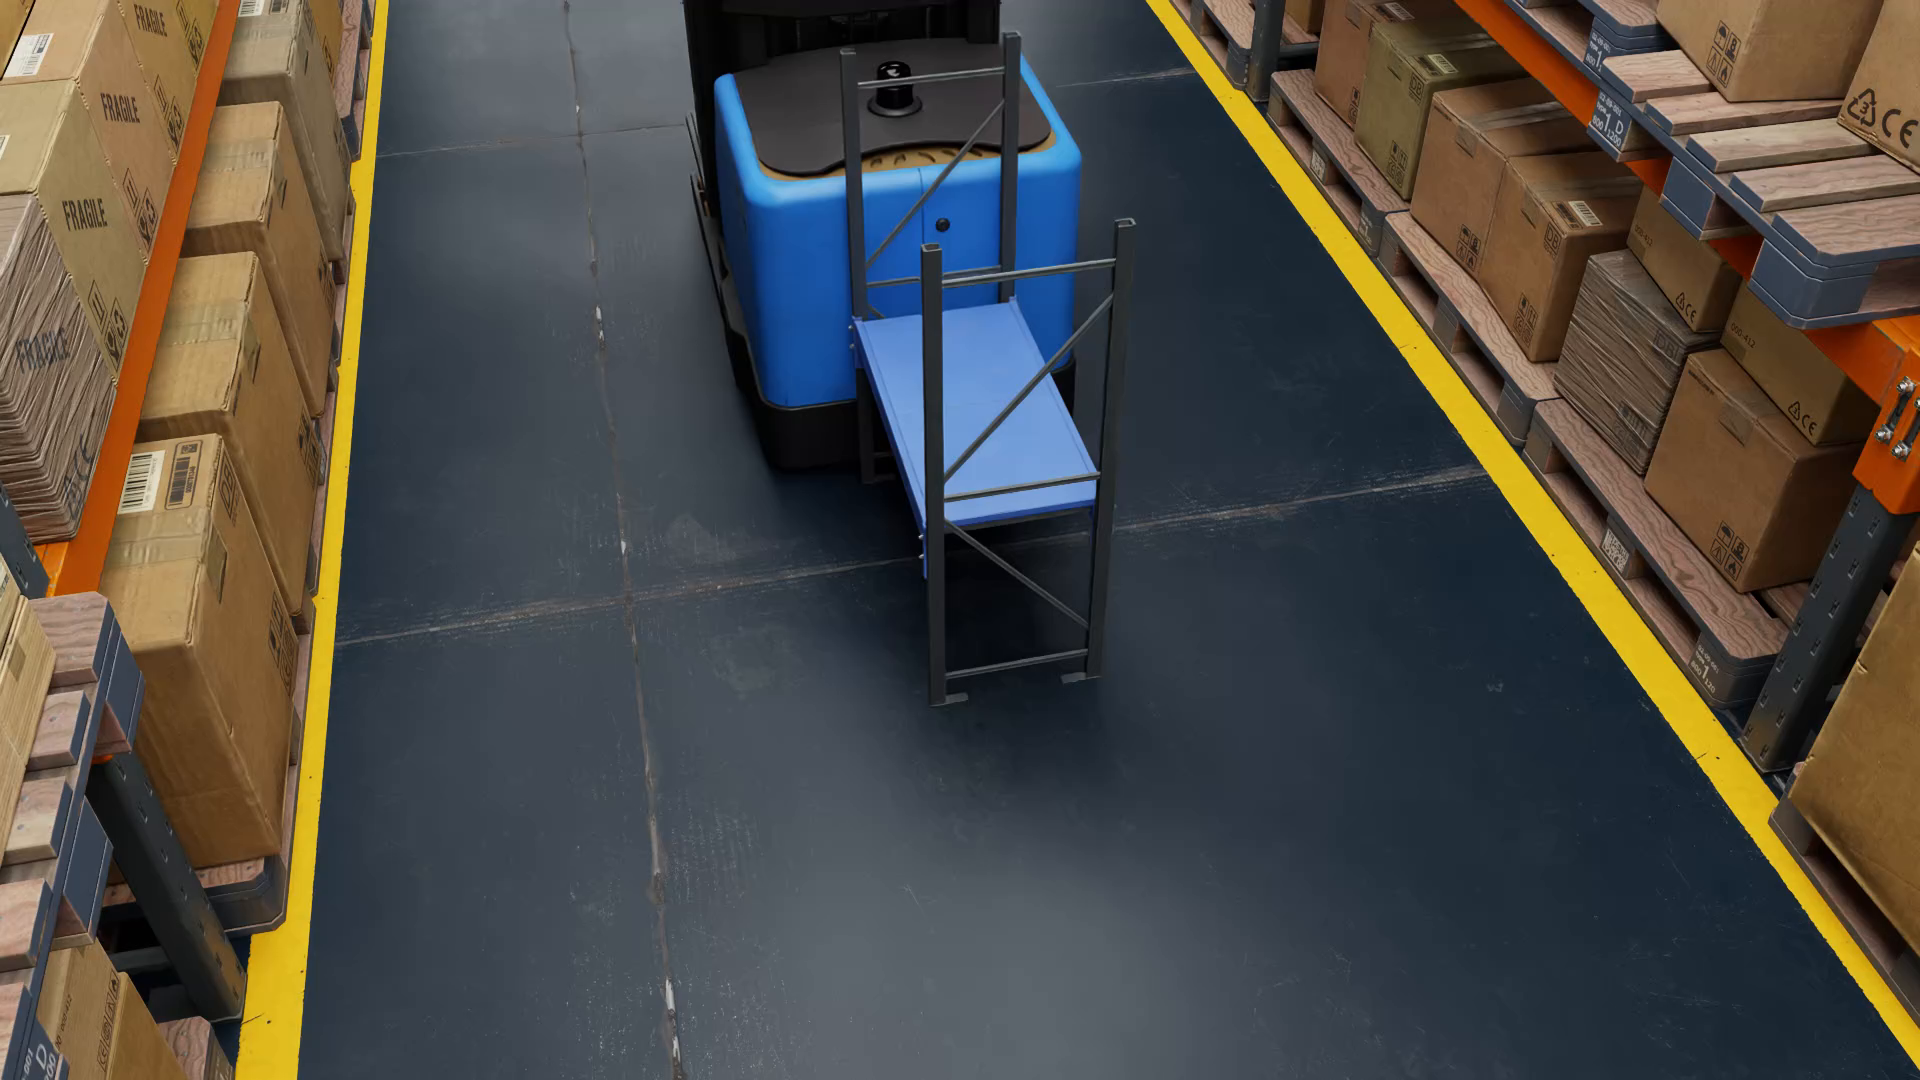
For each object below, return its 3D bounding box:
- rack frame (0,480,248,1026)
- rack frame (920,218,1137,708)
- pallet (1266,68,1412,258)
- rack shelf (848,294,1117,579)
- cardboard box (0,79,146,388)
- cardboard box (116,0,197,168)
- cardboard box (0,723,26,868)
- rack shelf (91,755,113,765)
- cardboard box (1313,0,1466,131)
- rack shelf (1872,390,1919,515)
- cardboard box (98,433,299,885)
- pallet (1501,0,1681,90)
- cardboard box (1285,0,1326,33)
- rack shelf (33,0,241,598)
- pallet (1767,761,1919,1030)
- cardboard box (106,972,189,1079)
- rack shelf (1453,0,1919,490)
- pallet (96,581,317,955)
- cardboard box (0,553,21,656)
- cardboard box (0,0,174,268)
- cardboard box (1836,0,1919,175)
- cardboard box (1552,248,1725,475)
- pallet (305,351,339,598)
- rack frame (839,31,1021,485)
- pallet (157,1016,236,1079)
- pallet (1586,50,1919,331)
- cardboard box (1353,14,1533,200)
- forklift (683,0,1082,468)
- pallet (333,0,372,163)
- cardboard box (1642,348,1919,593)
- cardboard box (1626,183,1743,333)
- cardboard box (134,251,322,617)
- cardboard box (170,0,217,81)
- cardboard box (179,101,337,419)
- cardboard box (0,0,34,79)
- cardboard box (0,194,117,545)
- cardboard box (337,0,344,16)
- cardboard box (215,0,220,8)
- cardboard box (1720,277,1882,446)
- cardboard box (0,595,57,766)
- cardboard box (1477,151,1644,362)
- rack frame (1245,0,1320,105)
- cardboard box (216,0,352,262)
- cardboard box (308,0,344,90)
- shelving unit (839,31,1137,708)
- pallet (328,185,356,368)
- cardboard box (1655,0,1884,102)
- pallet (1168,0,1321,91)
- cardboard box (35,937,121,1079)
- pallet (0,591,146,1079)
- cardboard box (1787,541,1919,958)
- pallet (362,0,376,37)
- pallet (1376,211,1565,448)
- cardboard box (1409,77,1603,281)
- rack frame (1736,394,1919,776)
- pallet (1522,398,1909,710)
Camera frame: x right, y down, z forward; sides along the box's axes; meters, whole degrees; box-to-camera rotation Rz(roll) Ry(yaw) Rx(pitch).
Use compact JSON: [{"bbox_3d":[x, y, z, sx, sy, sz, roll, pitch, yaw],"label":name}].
[{"bbox_3d":[-2.209,0.054,2.930,1.000,3.000,0.127,-8,42,-9],"label":"rack frame"},{"bbox_3d":[0.157,-0.132,4.269,0.500,1.500,0.032,-9,42,-10],"label":"rack frame"},{"bbox_3d":[1.962,-1.637,6.935,1.003,0.211,1.213,-8,42,-9],"label":"pallet"},{"bbox_3d":[0.039,-0.326,4.758,0.538,0.185,1.000,-9,42,-10],"label":"rack shelf"},{"bbox_3d":[-2.155,-0.642,3.639,0.500,0.500,0.500,-9,42,-10],"label":"cardboard box"},{"bbox_3d":[-2.369,-1.292,4.371,0.500,0.500,0.500,-9,42,-10],"label":"cardboard box"},{"bbox_3d":[-1.602,0.406,2.406,0.380,0.149,0.250,-8,42,-9],"label":"cardboard box"},{"bbox_3d":[-1.777,1.619,1.708,1.077,0.370,4.000,-8,42,-9],"label":"rack shelf"},{"bbox_3d":[1.904,-2.013,6.809,0.700,0.500,0.500,-11,43,-13],"label":"cardboard box"},{"bbox_3d":[3.087,0.974,2.435,1.077,0.370,4.000,-8,42,-9],"label":"rack shelf"},{"bbox_3d":[-2.253,0.331,3.996,1.050,0.750,0.750,-9,42,-10],"label":"cardboard box"},{"bbox_3d":[2.188,-1.797,5.159,1.003,0.211,1.213,-8,42,-9],"label":"pallet"},{"bbox_3d":[1.745,-2.671,7.566,0.500,0.500,0.500,-10,42,-11],"label":"cardboard box"},{"bbox_3d":[-2.641,-0.973,4.629,1.077,0.370,4.000,-8,42,-9],"label":"rack shelf"},{"bbox_3d":[2.752,0.974,3.994,1.003,0.211,1.213,-8,42,-9],"label":"pallet"},{"bbox_3d":[-1.812,1.221,3.182,0.500,0.500,0.500,-9,42,-9],"label":"cardboard box"},{"bbox_3d":[2.224,-1.619,5.356,1.077,0.370,4.000,-8,42,-9],"label":"rack shelf"},{"bbox_3d":[-2.306,0.575,4.443,1.003,0.211,1.213,-8,42,-9],"label":"pallet"},{"bbox_3d":[-1.658,0.135,2.488,0.380,0.149,0.250,-8,42,-8],"label":"cardboard box"},{"bbox_3d":[-2.263,-0.969,4.007,0.500,0.500,0.500,-8,42,-9],"label":"cardboard box"},{"bbox_3d":[2.500,-1.130,3.872,0.500,0.500,0.500,-13,43,-15],"label":"cardboard box"},{"bbox_3d":[2.359,-0.610,5.229,0.700,0.500,0.500,-12,43,-13],"label":"cardboard box"},{"bbox_3d":[-2.566,-0.214,5.332,1.003,0.211,1.213,-8,42,-9],"label":"pallet"},{"bbox_3d":[-0.080,-0.788,5.008,0.500,1.500,0.032,-9,42,-10],"label":"rack frame"},{"bbox_3d":[-2.042,1.604,3.284,1.003,0.211,1.213,-8,42,-9],"label":"pallet"},{"bbox_3d":[2.398,-0.966,4.223,1.213,0.211,1.003,-8,42,-9],"label":"pallet"},{"bbox_3d":[1.988,-1.701,6.458,0.700,0.500,0.500,-9,42,-10],"label":"cardboard box"},{"bbox_3d":[-0.459,-2.318,5.654,1.130,2.935,3.031,-9,42,-10],"label":"forklift"},{"bbox_3d":[-3.160,-2.000,7.344,1.003,0.211,1.213,-8,42,-9],"label":"pallet"},{"bbox_3d":[2.492,-0.252,4.826,0.700,0.500,0.500,-10,43,-12],"label":"cardboard box"},{"bbox_3d":[2.357,-0.874,4.961,0.500,0.250,0.500,-4,42,-4],"label":"cardboard box"},{"bbox_3d":[-2.445,-0.235,4.634,1.050,0.750,0.750,-8,42,-9],"label":"cardboard box"},{"bbox_3d":[-2.481,-1.621,4.741,0.500,0.500,0.500,-8,42,-9],"label":"cardboard box"},{"bbox_3d":[-2.646,-0.839,5.314,1.050,0.750,0.750,-8,42,-9],"label":"cardboard box"},{"bbox_3d":[-2.520,-1.310,3.637,0.700,0.500,0.500,-9,42,-10],"label":"cardboard box"},{"bbox_3d":[-2.042,-0.313,3.268,0.500,0.500,0.500,-8,42,-9],"label":"cardboard box"},{"bbox_3d":[-3.338,-2.903,7.545,0.875,0.875,0.875,-8,42,-9],"label":"cardboard box"},{"bbox_3d":[-2.590,-1.949,5.110,0.500,0.500,0.500,-9,42,-10],"label":"cardboard box"},{"bbox_3d":[2.482,-0.531,4.576,0.500,0.250,0.500,-7,42,-8],"label":"cardboard box"},{"bbox_3d":[-1.654,0.245,2.588,0.380,0.149,0.250,-8,42,-9],"label":"cardboard box"},{"bbox_3d":[2.230,-0.977,5.642,0.700,0.500,0.500,-5,42,-6],"label":"cardboard box"},{"bbox_3d":[1.792,-3.184,6.577,1.000,3.000,0.127,-8,42,-9],"label":"rack frame"},{"bbox_3d":[-2.851,-1.465,6.019,1.050,0.750,0.750,-9,42,-10],"label":"cardboard box"},{"bbox_3d":[-3.140,-2.319,6.887,0.875,0.875,0.875,-8,42,-9],"label":"cardboard box"},{"bbox_3d":[0.039,-0.460,4.639,0.538,1.500,1.048,-9,42,-10],"label":"shelving unit"},{"bbox_3d":[-2.832,-1.007,6.225,1.003,0.211,1.213,-8,42,-9],"label":"pallet"},{"bbox_3d":[2.282,-1.477,4.263,0.700,0.500,0.500,-3,42,-3],"label":"cardboard box"},{"bbox_3d":[1.613,-2.571,7.988,1.003,0.211,1.213,-8,42,-9],"label":"pallet"},{"bbox_3d":[-1.806,0.957,2.914,0.500,0.250,0.500,-9,42,-10],"label":"cardboard box"},{"bbox_3d":[-1.951,0.572,2.490,1.213,0.211,1.003,-8,42,-9],"label":"pallet"},{"bbox_3d":[2.784,0.497,3.715,1.225,0.875,0.875,-10,43,-11],"label":"cardboard box"},{"bbox_3d":[-3.427,-2.792,8.237,1.003,0.211,1.213,-8,42,-9],"label":"pallet"},{"bbox_3d":[2.229,-0.844,6.042,1.003,0.211,1.213,-8,42,-9],"label":"pallet"},{"bbox_3d":[2.110,-1.338,6.049,0.700,0.500,0.500,-12,43,-13],"label":"cardboard box"},{"bbox_3d":[2.656,-0.591,3.656,1.000,3.000,0.127,-8,42,-9],"label":"rack frame"},{"bbox_3d":[2.489,-0.055,5.153,1.003,0.211,1.213,-8,42,-9],"label":"pallet"}]
